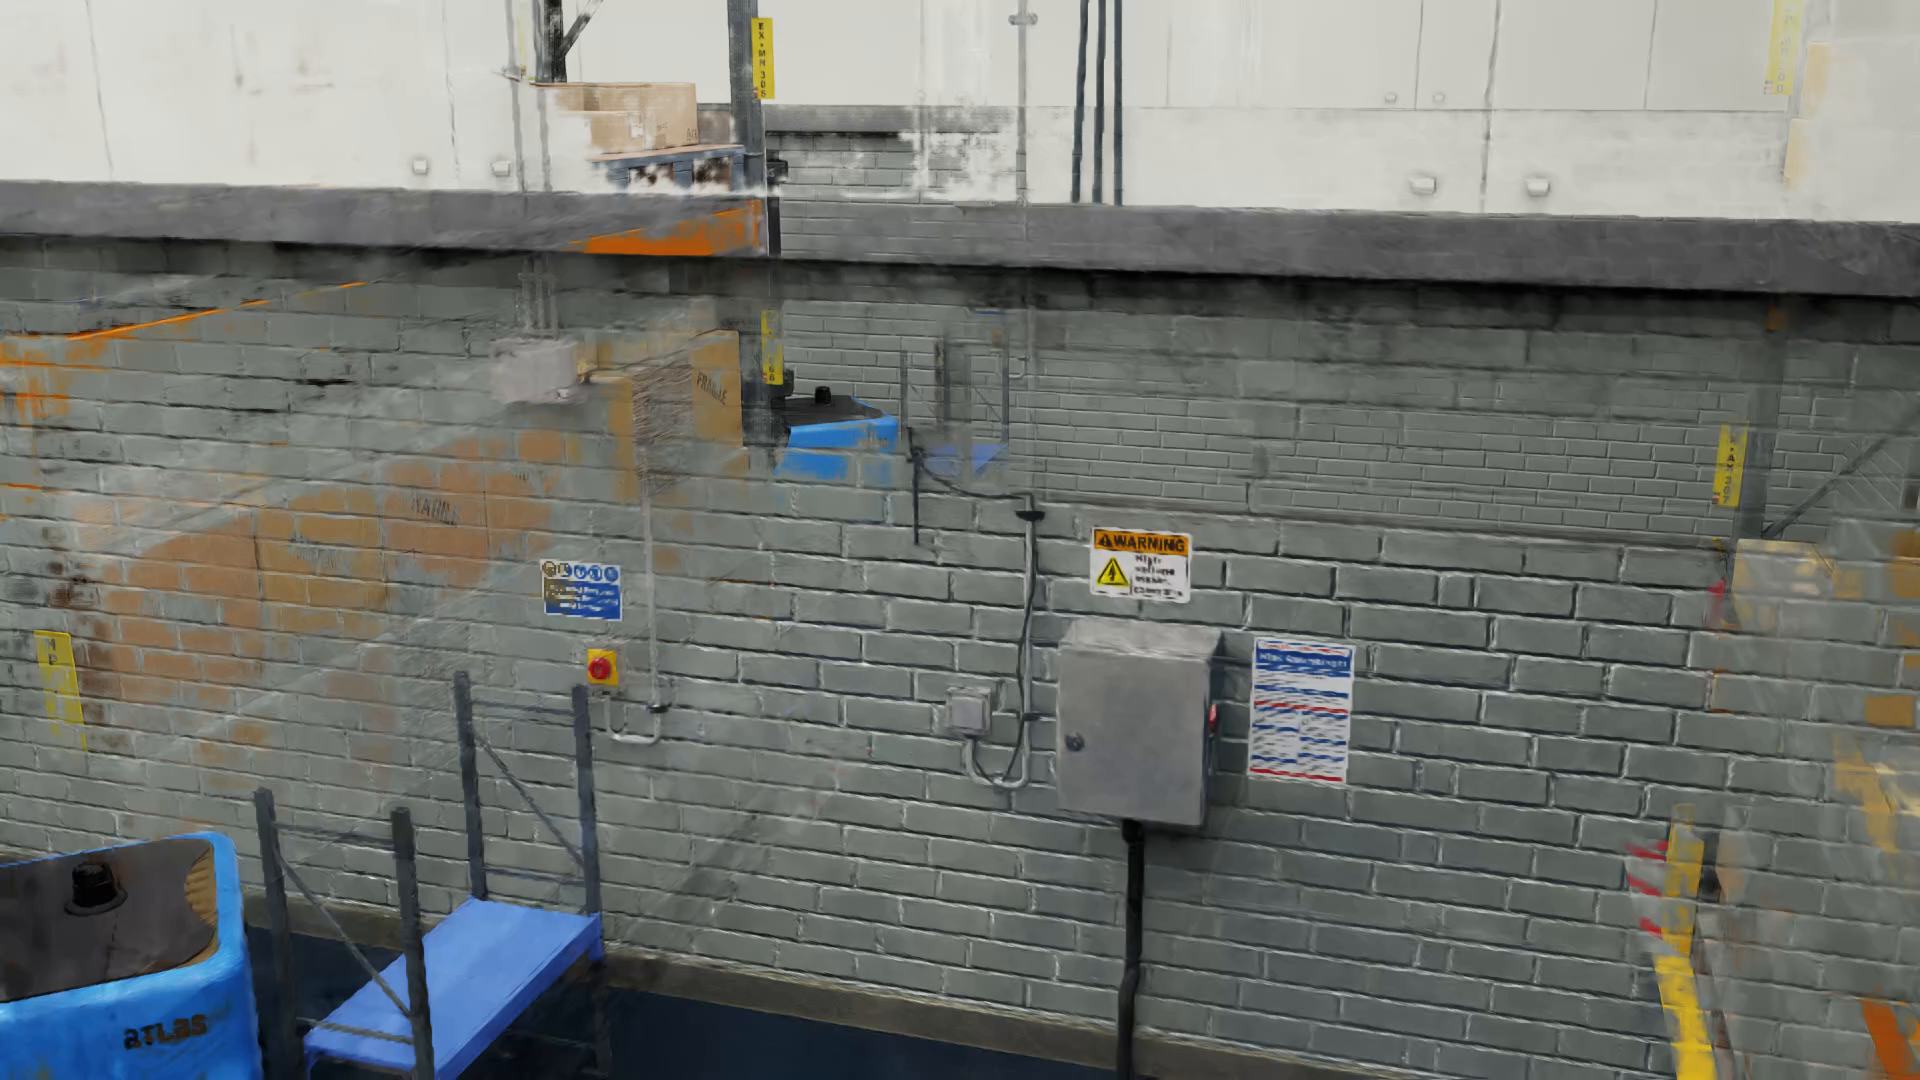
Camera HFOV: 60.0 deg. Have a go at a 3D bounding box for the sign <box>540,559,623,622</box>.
[{"bbox_3d":[0.214,-1.840,12.825,0.327,0.218,0.001,5,16,16],"label":"sign"}]

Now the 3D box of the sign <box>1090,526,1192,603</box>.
[{"bbox_3d":[2.222,-1.945,12.177,0.339,0.242,0.001,5,16,16],"label":"sign"}]

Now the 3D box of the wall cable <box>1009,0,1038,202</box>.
[{"bbox_3d":[0.730,-4.551,11.882,2.355,3.000,0.029,5,16,16],"label":"wall cable"}]

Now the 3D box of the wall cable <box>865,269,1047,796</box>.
[{"bbox_3d":[1.606,-2.072,12.277,0.588,1.984,0.122,5,16,16],"label":"wall cable"}]

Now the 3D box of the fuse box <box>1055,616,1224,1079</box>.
[{"bbox_3d":[2.216,-0.870,12.260,0.539,1.711,0.414,5,16,16],"label":"fuse box"}]

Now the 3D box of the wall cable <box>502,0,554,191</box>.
[{"bbox_3d":[0.010,-4.610,12.090,0.463,3.000,0.029,5,16,16],"label":"wall cable"}]

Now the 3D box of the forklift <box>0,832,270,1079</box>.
[{"bbox_3d":[-1.971,-1.164,11.063,3.031,2.935,1.130,-7,17,-24],"label":"forklift"}]

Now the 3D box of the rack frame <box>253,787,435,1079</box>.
[{"bbox_3d":[-0.169,-0.566,11.577,0.500,1.500,0.032,5,16,16],"label":"rack frame"}]

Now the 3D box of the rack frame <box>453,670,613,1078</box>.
[{"bbox_3d":[0.120,-0.832,12.515,0.500,1.500,0.032,5,16,16],"label":"rack frame"}]

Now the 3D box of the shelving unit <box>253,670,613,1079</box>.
[{"bbox_3d":[-0.024,-0.699,12.046,0.538,1.500,1.048,5,16,16],"label":"shelving unit"}]

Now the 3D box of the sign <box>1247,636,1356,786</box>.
[{"bbox_3d":[2.748,-1.460,12.153,0.329,0.494,0.001,5,16,16],"label":"sign"}]

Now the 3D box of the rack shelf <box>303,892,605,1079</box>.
[{"bbox_3d":[-0.024,-0.526,12.095,0.538,0.185,1.000,5,16,16],"label":"rack shelf"}]

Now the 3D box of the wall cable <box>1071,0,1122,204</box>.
[{"bbox_3d":[3.390,-4.343,11.081,2.988,3.039,0.133,5,16,16],"label":"wall cable"}]

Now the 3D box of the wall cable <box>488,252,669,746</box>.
[{"bbox_3d":[0.243,-2.194,12.650,0.585,1.953,0.123,5,16,16],"label":"wall cable"}]
